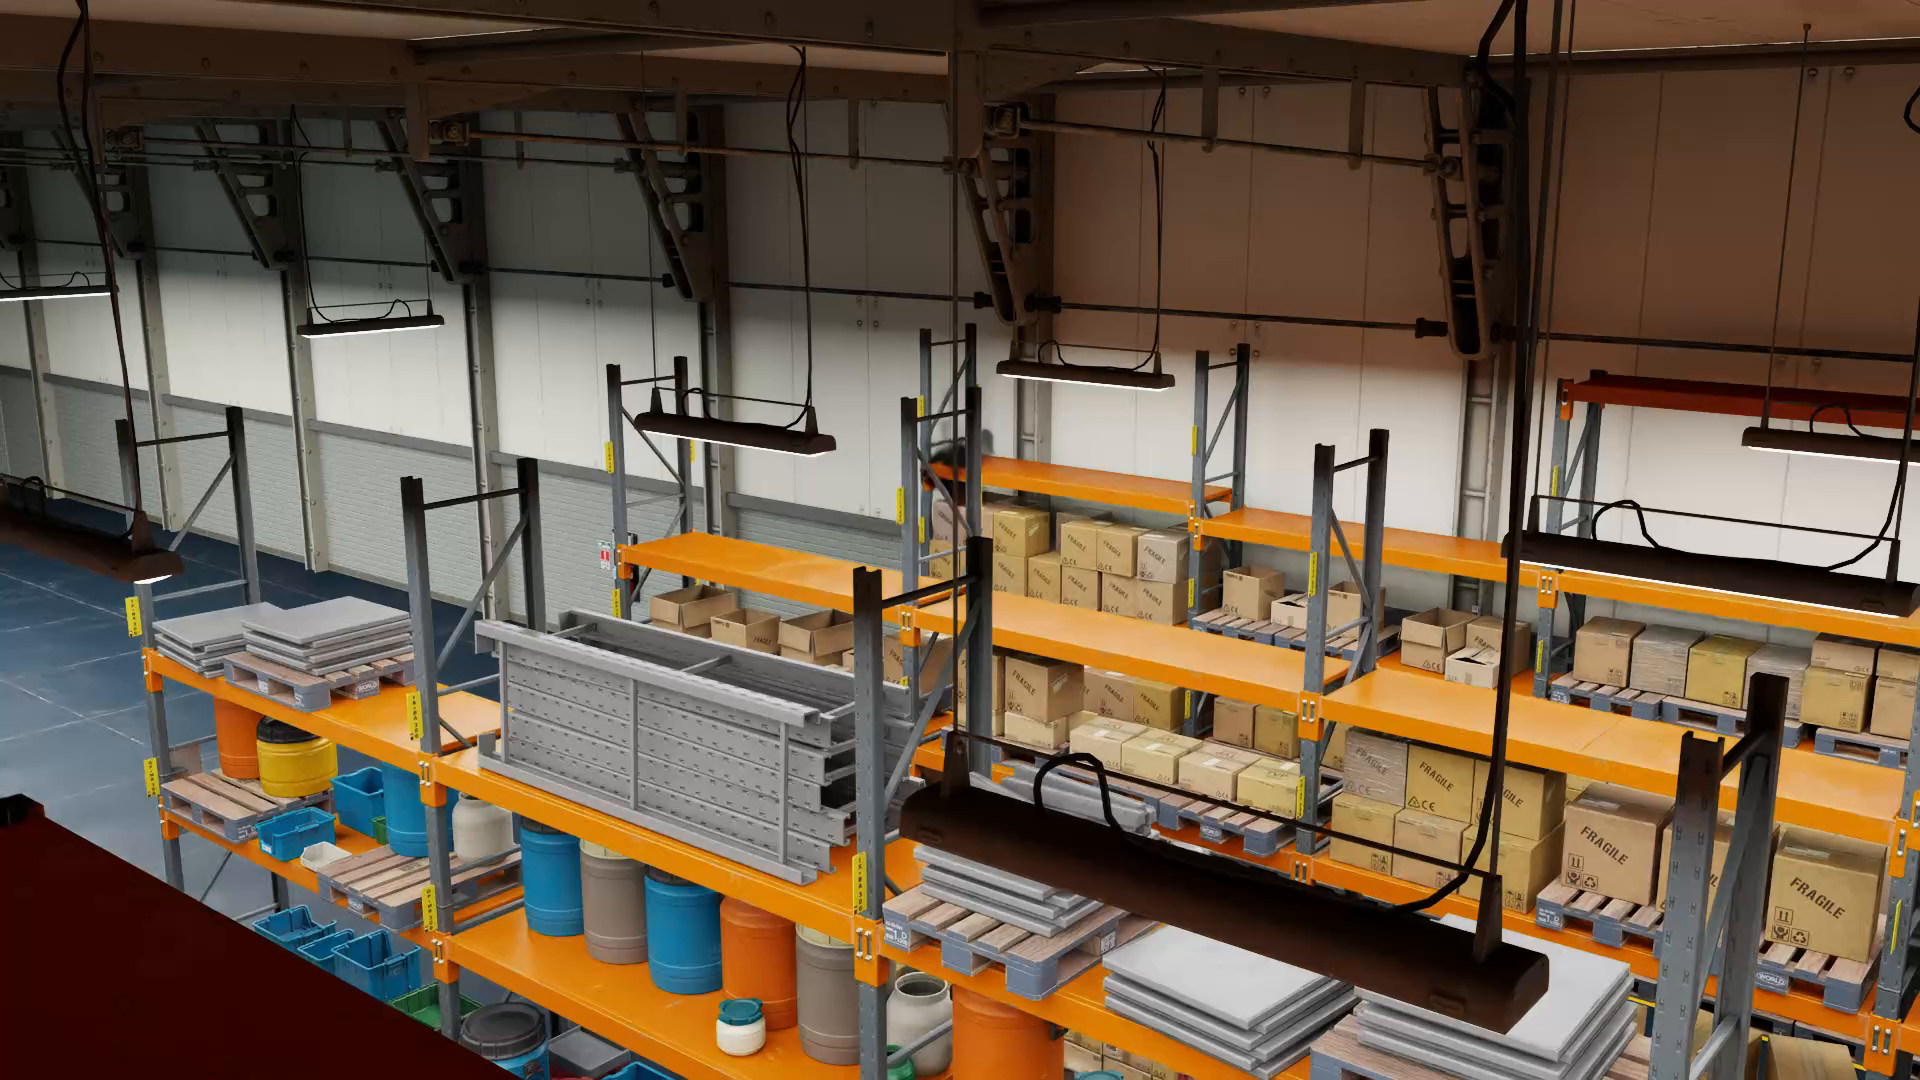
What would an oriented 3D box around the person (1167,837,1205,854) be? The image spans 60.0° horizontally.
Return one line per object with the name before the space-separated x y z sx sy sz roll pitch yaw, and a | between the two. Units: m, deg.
person | 2.191 3.549 16.622 0.892 1.678 0.576 7 15 30
